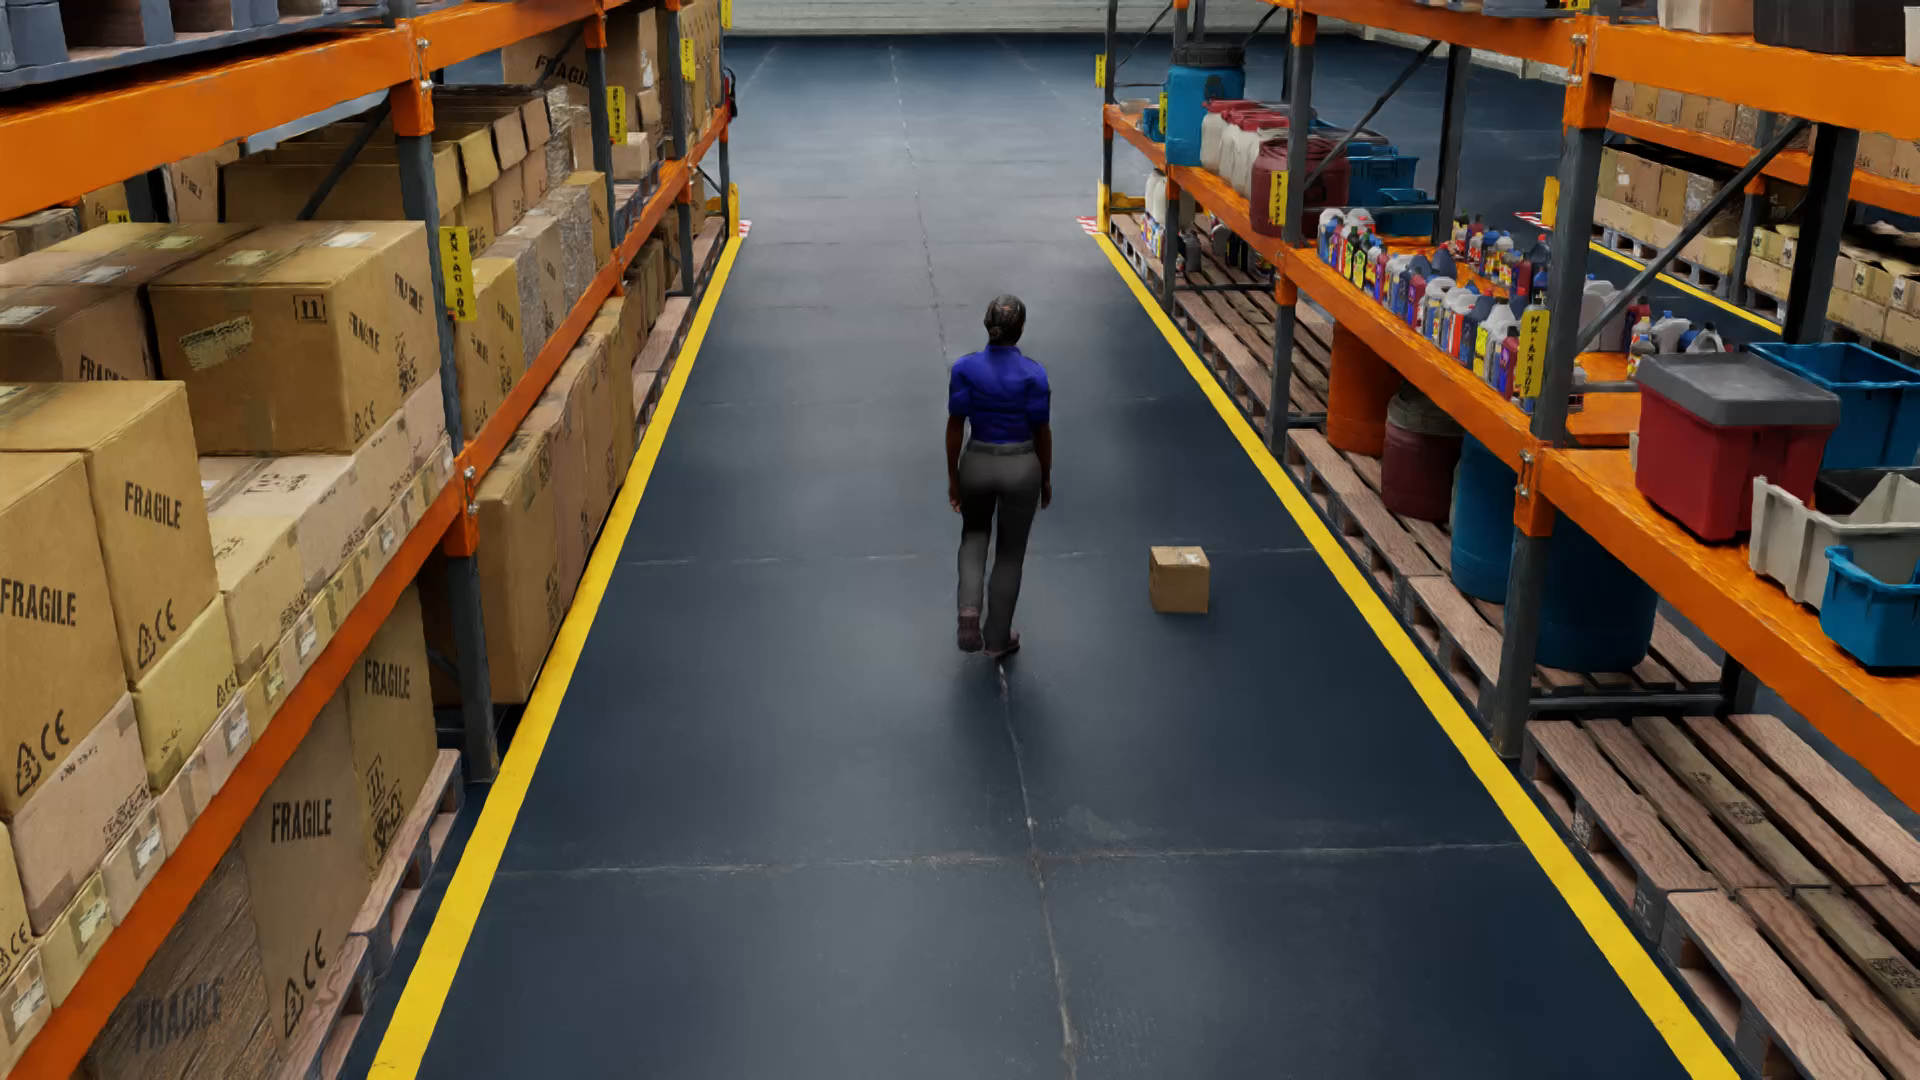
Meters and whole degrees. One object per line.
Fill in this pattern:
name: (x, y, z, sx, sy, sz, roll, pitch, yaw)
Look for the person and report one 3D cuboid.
person: (0.178, -0.271, 7.257, 0.455, 1.655, 0.442, 5, 21, 14)
